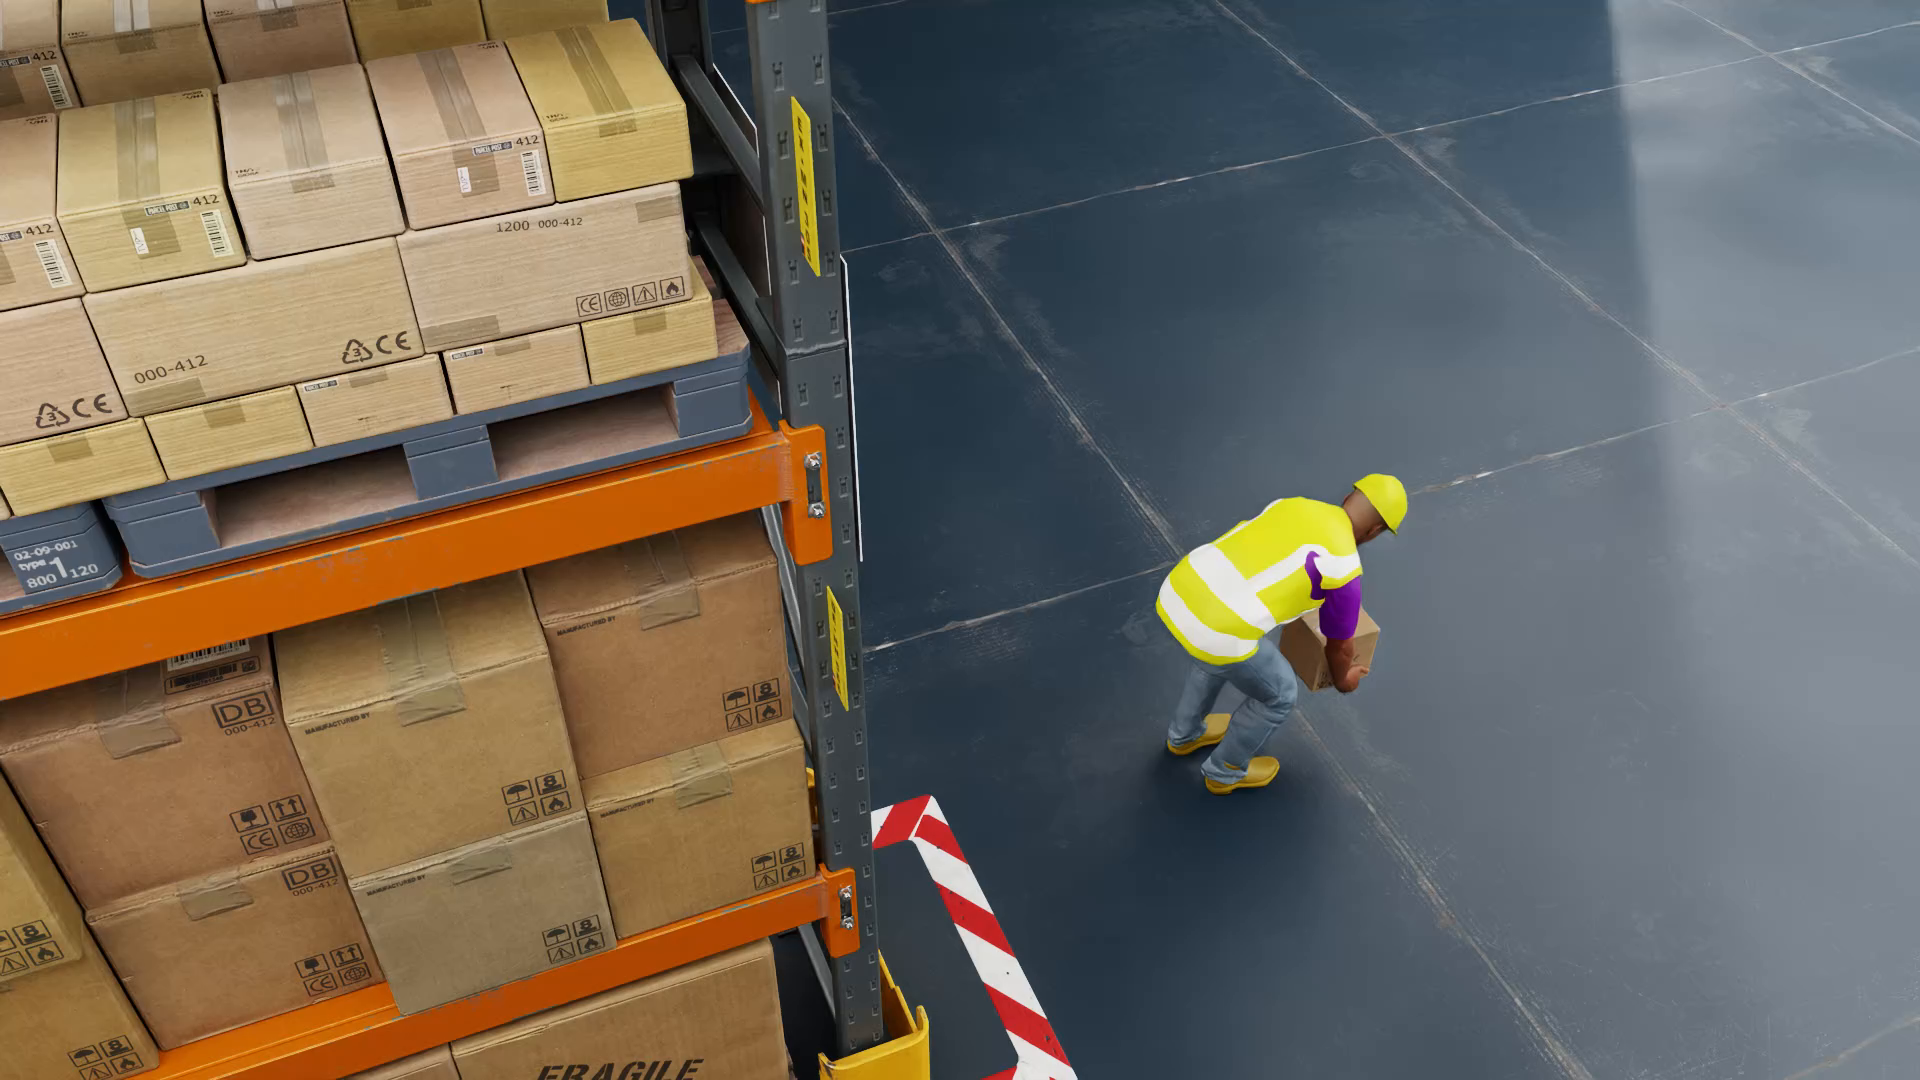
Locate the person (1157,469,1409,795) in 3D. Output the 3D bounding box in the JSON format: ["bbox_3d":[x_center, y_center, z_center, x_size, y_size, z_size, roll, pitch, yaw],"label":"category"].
[{"bbox_3d":[1.168,0.334,6.146,0.939,1.257,0.496,-17,44,-18],"label":"person"}]
